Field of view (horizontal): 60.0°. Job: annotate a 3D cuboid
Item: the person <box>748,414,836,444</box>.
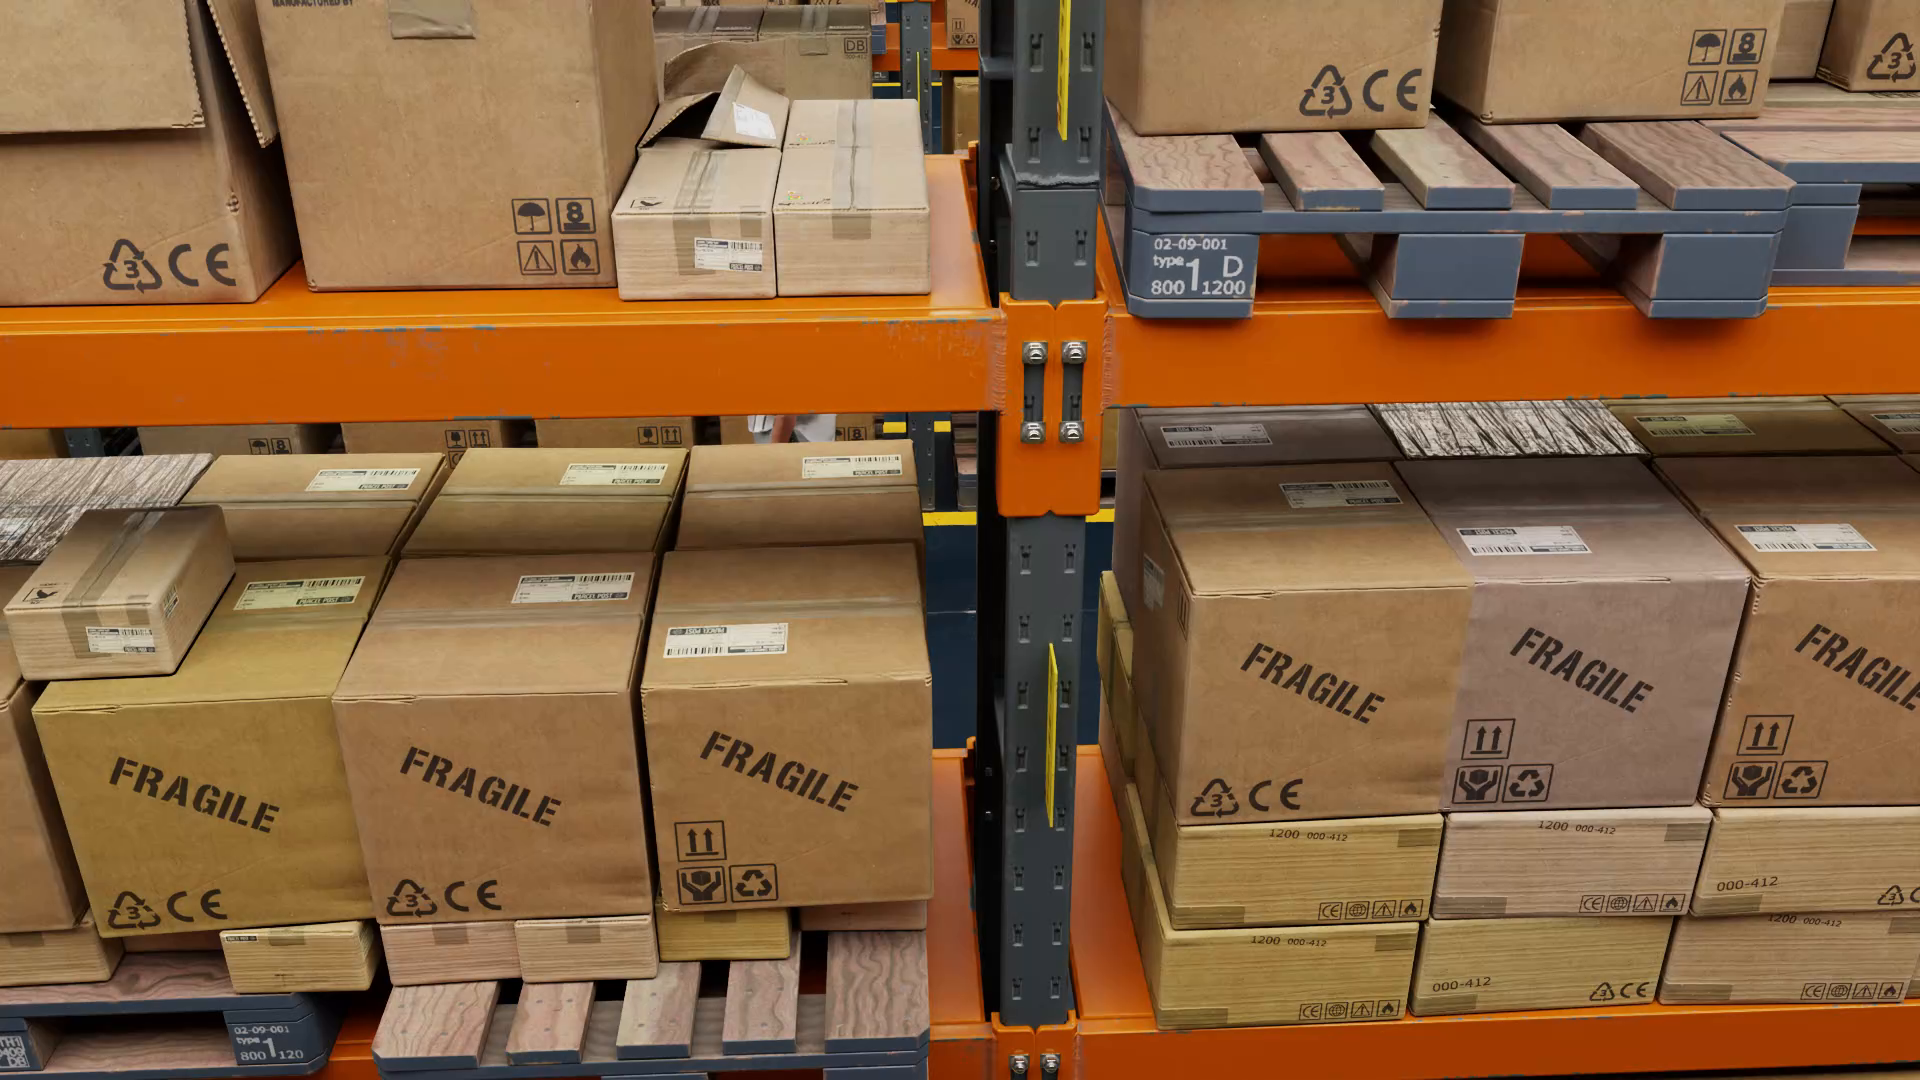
[{"bbox_3d":[-0.734,-0.462,7.002,0.434,1.748,0.588,-2,27,-3],"label":"person"}]
